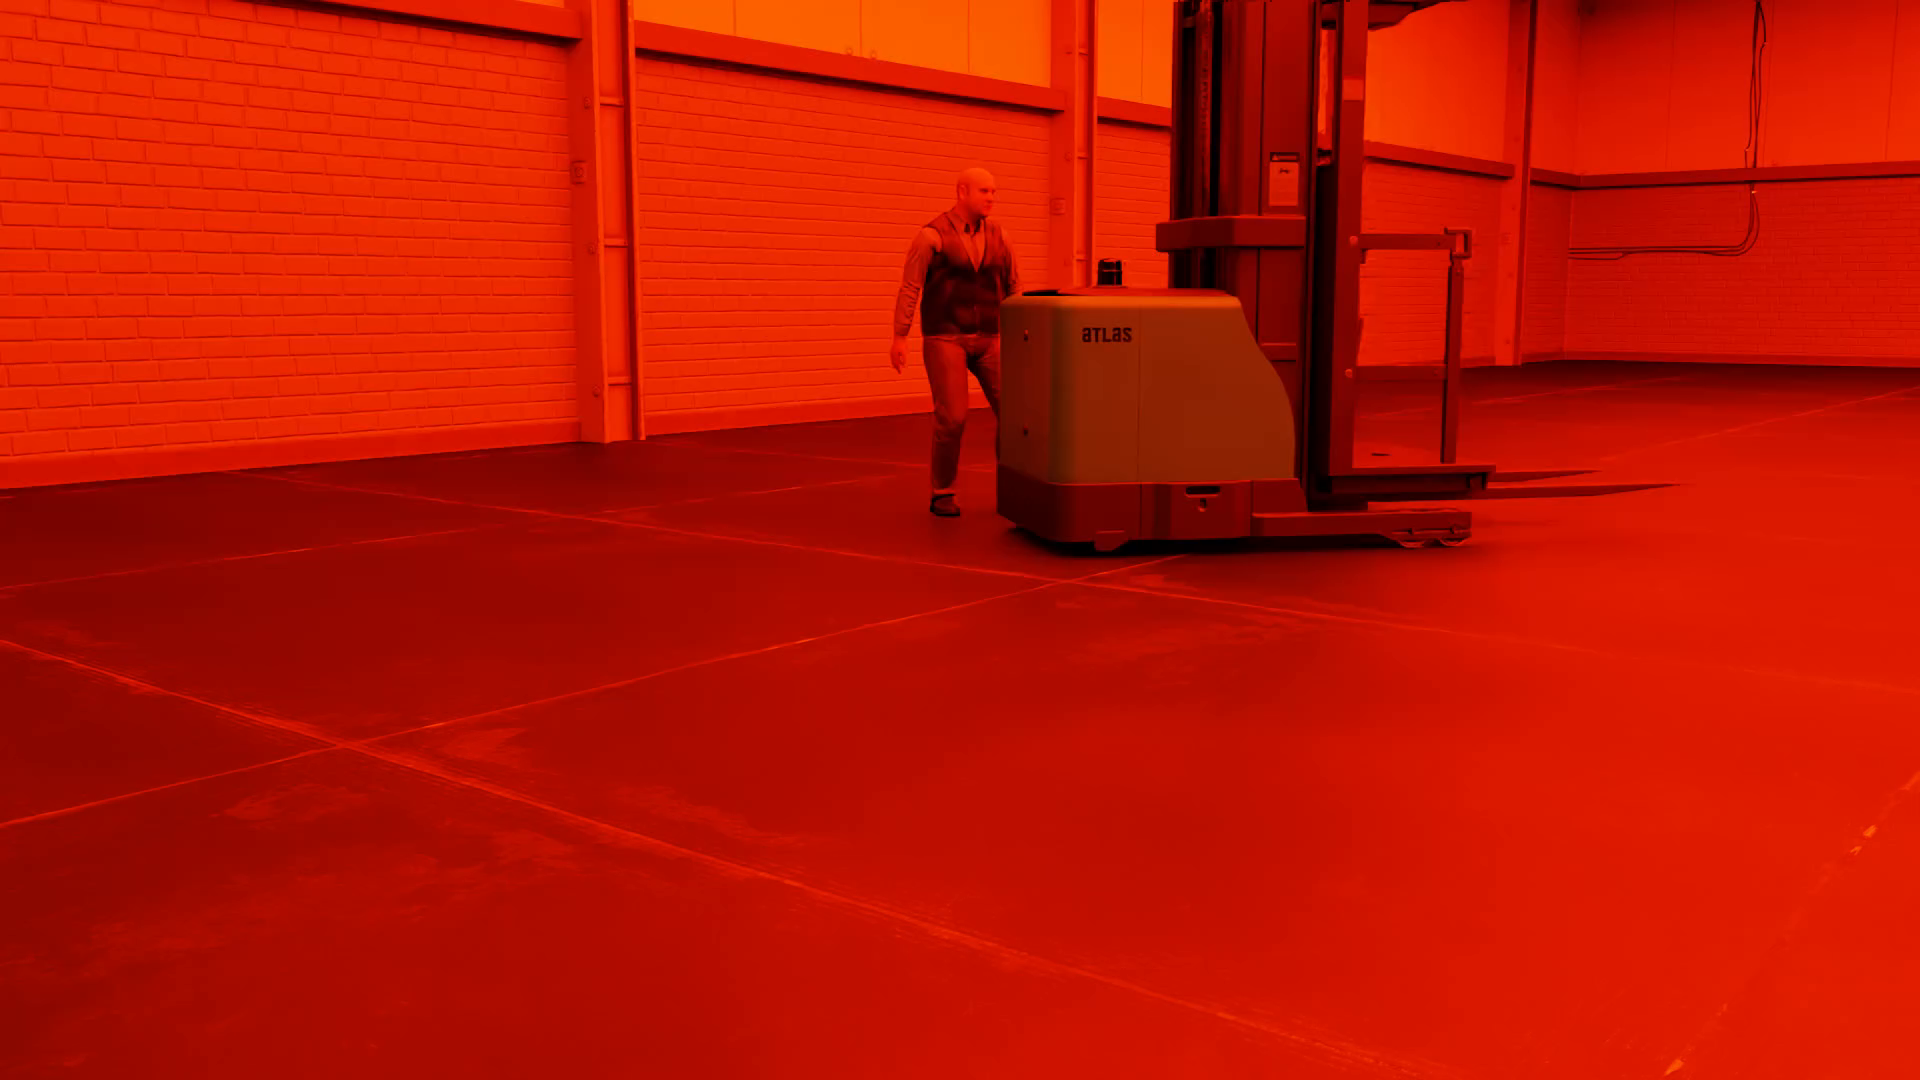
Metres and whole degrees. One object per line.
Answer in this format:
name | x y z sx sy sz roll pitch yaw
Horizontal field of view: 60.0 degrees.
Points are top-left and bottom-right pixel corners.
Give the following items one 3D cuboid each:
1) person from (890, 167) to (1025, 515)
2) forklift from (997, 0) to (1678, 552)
person | 0.059 -0.977 8.241 0.817 1.695 0.387 -4 9 -26
forklift | 1.744 -1.487 7.445 3.031 2.935 1.130 -2 9 -12
